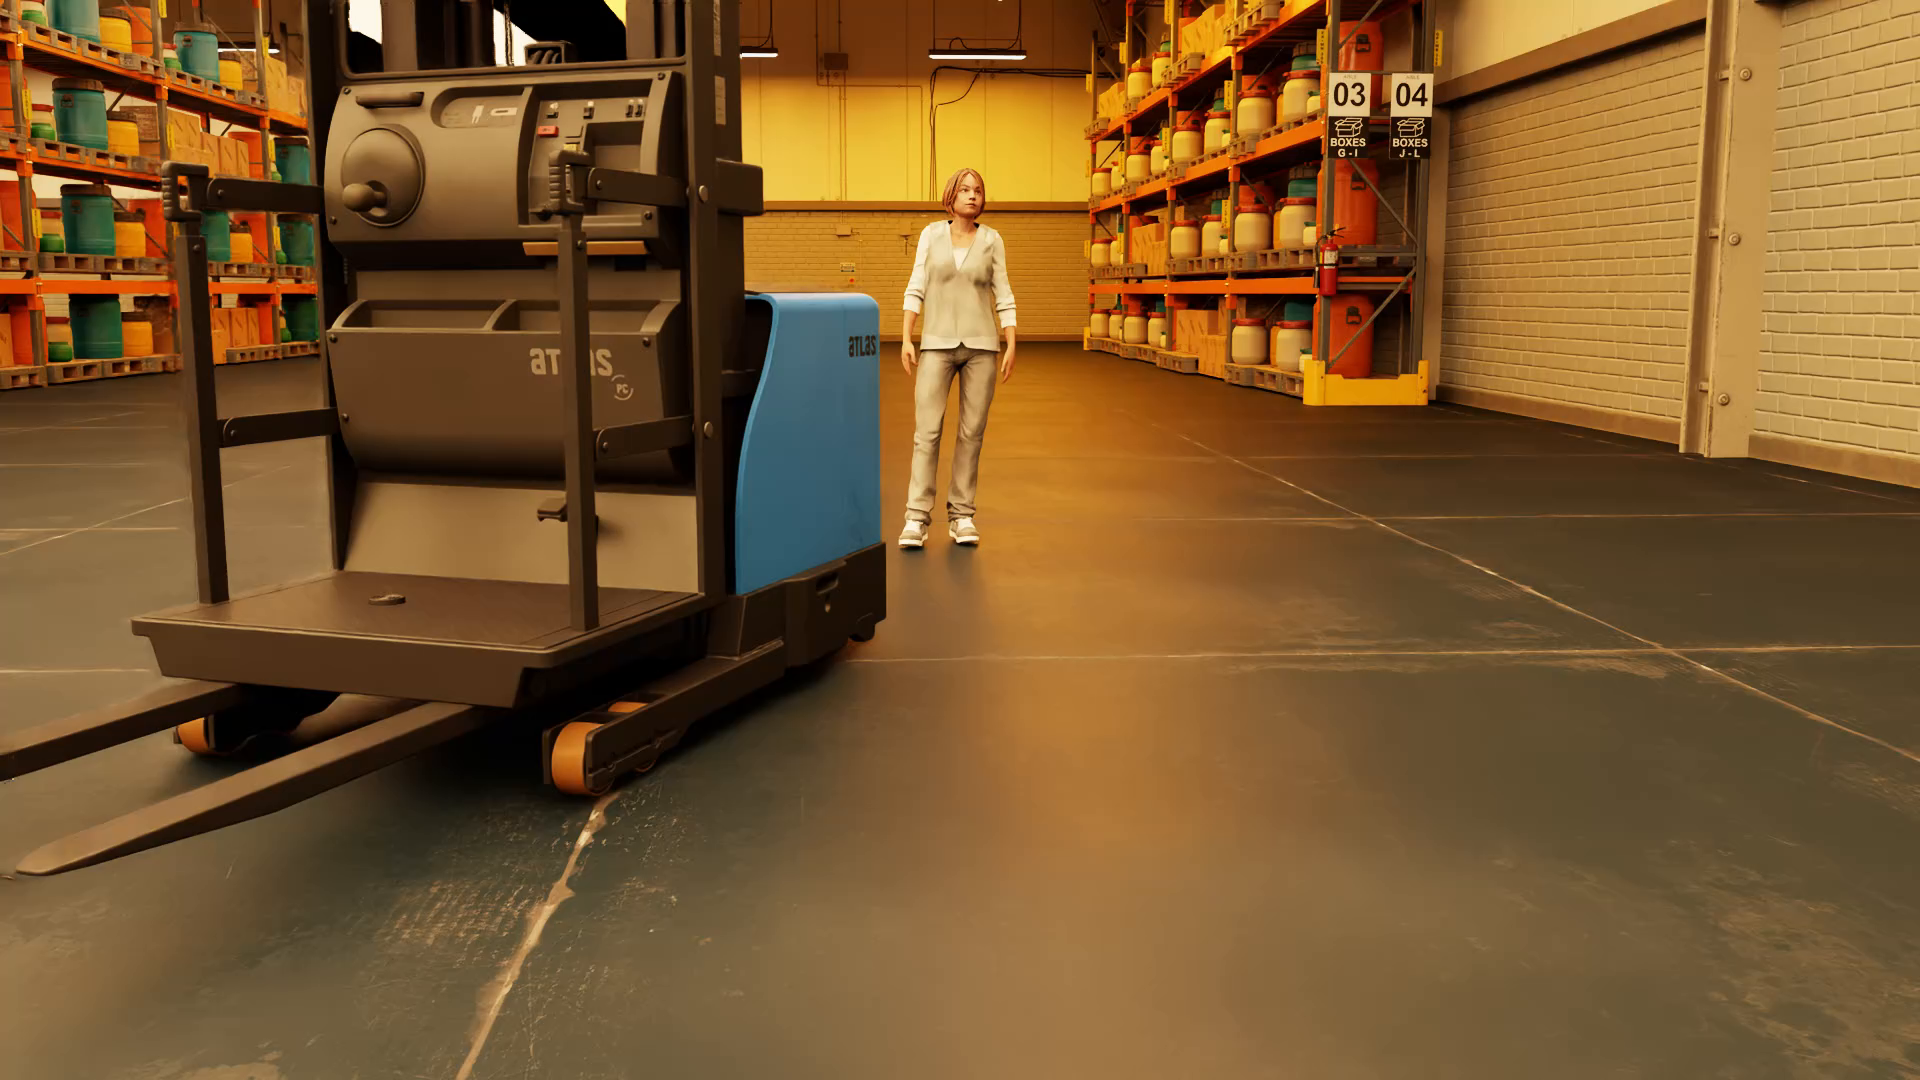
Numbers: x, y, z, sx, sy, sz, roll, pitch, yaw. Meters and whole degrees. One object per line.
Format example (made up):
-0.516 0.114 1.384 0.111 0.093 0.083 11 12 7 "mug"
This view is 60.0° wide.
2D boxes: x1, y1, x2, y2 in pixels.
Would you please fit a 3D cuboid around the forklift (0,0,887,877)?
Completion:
-1.186 -0.962 3.806 1.130 2.935 3.031 3 9 19 "forklift"

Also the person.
-0.009 -0.786 7.117 0.521 1.599 0.473 -1 8 -4 "person"
